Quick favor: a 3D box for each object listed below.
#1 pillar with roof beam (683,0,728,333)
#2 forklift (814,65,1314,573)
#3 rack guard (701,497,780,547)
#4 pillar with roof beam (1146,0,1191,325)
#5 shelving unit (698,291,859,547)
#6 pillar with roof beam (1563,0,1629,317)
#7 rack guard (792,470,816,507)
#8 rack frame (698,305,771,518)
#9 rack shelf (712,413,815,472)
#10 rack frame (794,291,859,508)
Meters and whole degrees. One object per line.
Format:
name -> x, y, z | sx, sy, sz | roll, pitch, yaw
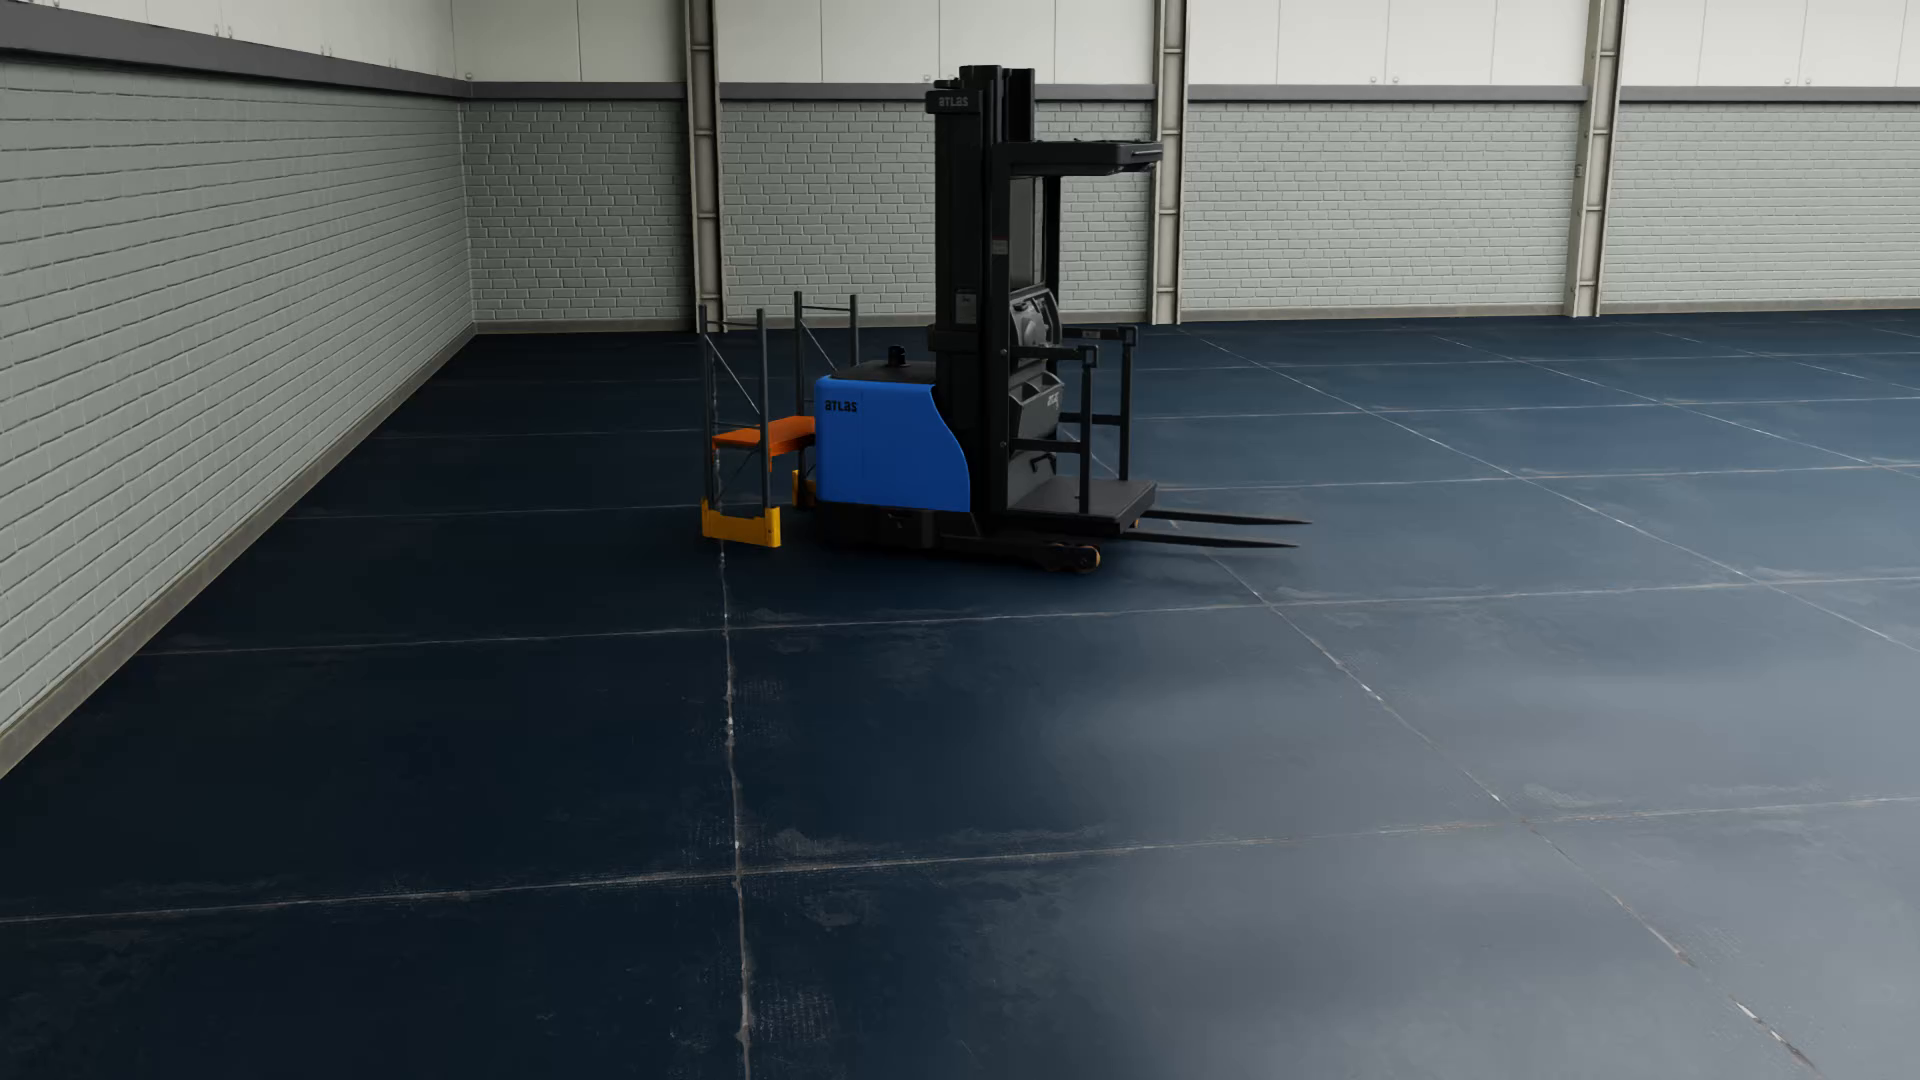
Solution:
pillar with roof beam -> -2.562, -6.027, 16.255 | 0.400, 9.000, 9.100 | -2, 14, -8
forklift -> 0.651, -1.368, 10.152 | 3.031, 2.935, 1.130 | 5, 15, 18
rack guard -> -1.411, -0.118, 10.680 | 0.587, 0.250, 0.087 | 8, 16, 30
pillar with roof beam -> 3.371, -6.244, 17.122 | 0.400, 9.000, 9.100 | -2, 14, -8
shelving unit -> -1.158, -0.829, 10.944 | 0.587, 1.500, 1.083 | 8, 16, 30
pillar with roof beam -> 9.304, -6.462, 17.989 | 0.400, 9.000, 9.100 | -2, 14, -8
rack guard -> -0.905, -0.327, 11.512 | 0.587, 0.250, 0.087 | 8, 16, 30
rack frame -> -1.420, -0.721, 10.512 | 0.500, 1.500, 0.032 | 8, 16, 30
rack shelf -> -1.162, -0.653, 10.980 | 0.538, 0.185, 1.000 | 8, 16, 30
rack frame -> -0.904, -0.934, 11.361 | 0.500, 1.500, 0.032 | 8, 16, 30
